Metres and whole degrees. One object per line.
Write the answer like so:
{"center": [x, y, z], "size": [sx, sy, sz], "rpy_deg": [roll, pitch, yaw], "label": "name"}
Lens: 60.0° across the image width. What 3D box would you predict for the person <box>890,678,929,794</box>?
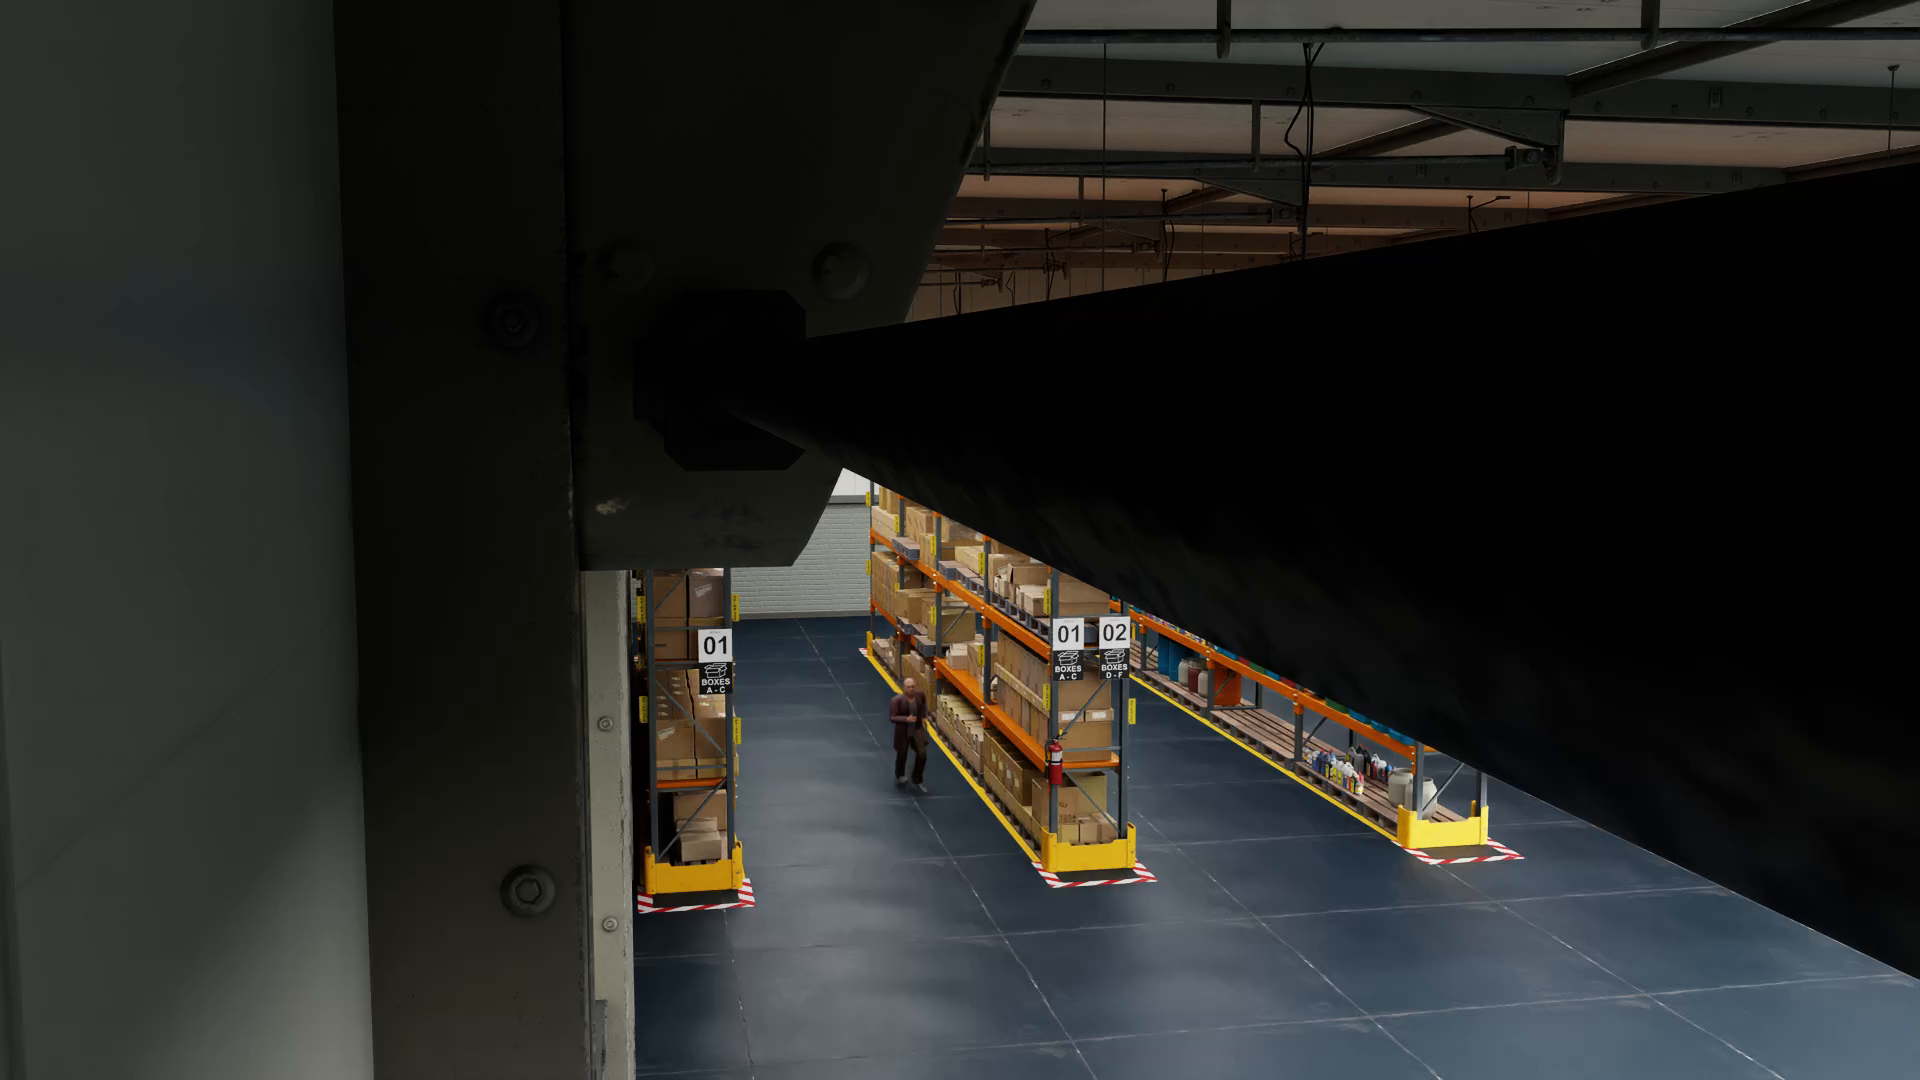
{"center": [-0.775, 2.882, 24.755], "size": [0.634, 1.732, 1.037], "rpy_deg": [-2, 6, -16], "label": "person"}
